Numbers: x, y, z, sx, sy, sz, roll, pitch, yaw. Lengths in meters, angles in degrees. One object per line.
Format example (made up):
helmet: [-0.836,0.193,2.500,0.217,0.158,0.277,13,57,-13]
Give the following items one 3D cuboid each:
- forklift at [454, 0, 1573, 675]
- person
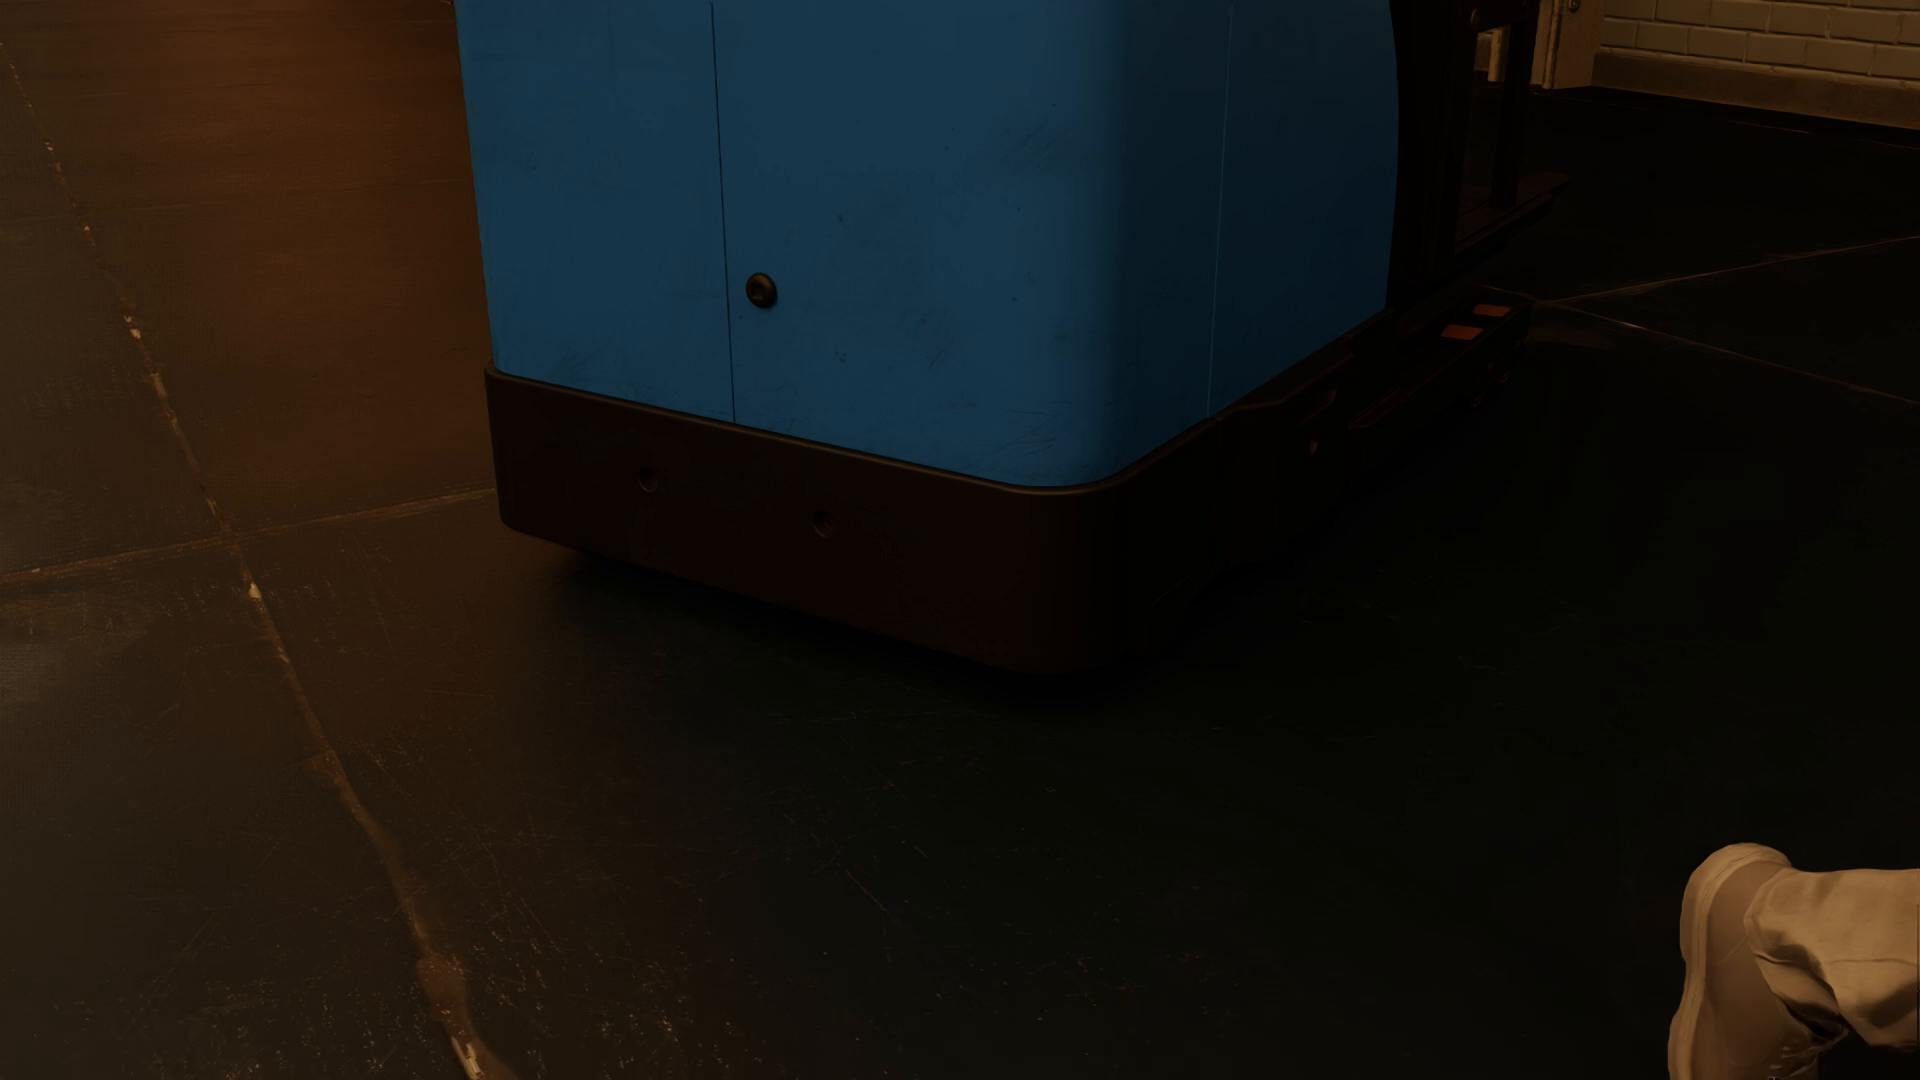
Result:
forklift: [0.515,-1.699,2.913,1.130,2.935,3.031,14,26,30]
person: [0.861,-0.115,1.026,0.610,1.466,0.757,15,26,31]
